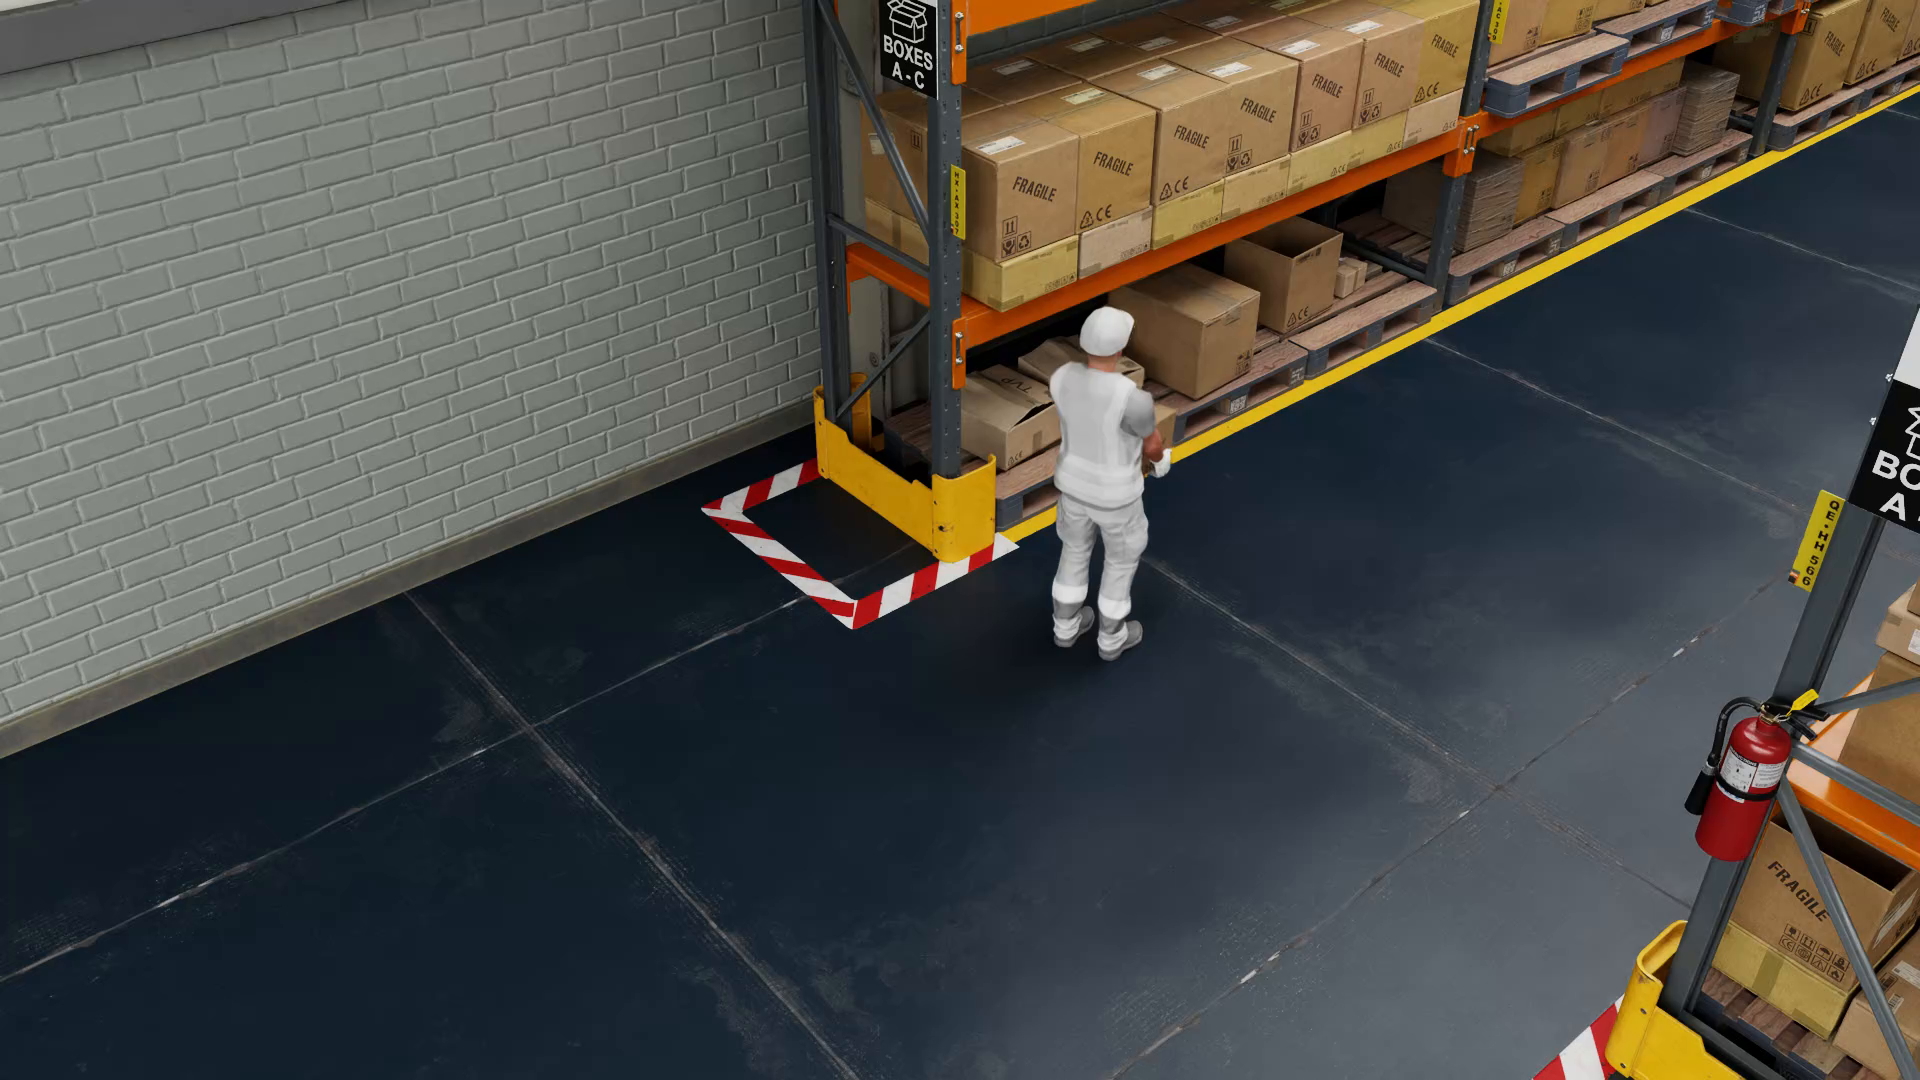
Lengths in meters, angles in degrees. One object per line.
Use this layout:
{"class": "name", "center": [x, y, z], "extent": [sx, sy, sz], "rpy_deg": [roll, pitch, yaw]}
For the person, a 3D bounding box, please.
{"class": "person", "center": [0.675, -0.281, 7.451], "extent": [0.495, 1.787, 0.562], "rpy_deg": [23, 42, 29]}
